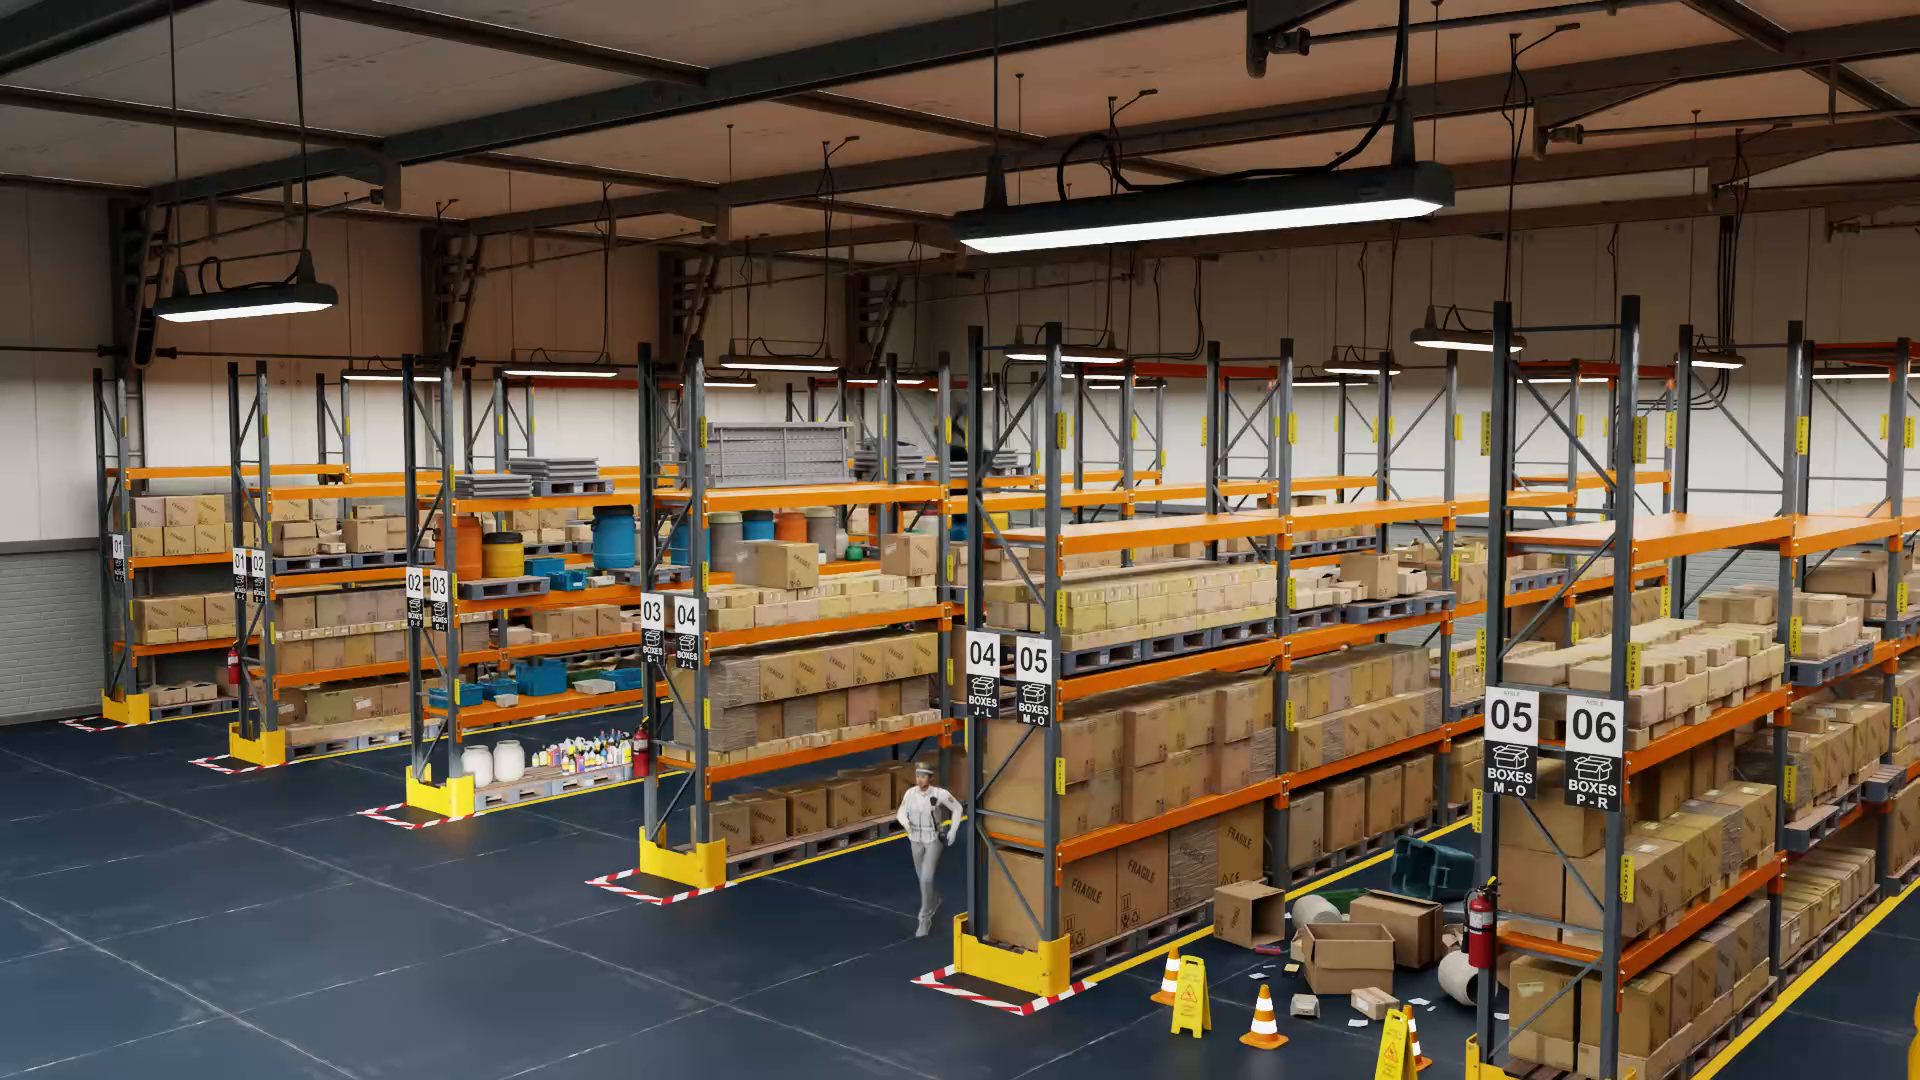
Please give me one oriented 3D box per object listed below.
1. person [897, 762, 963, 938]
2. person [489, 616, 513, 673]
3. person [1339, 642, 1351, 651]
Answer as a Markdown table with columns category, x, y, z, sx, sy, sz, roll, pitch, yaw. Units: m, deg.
| category | x | y | z | sx | sy | sz | roll | pitch | yaw |
| --- | --- | --- | --- | --- | --- | --- | --- | --- | --- |
| person | -0.325 | 3.091 | 16.834 | 0.626 | 1.760 | 0.731 | 2 | 5 | 25 |
| person | -8.241 | 2.146 | 30.126 | 0.522 | 1.639 | 0.700 | 3 | 5 | 37 |
| person | 6.093 | 2.425 | 26.341 | 0.582 | 1.629 | 0.563 | 3 | 5 | 32 |
